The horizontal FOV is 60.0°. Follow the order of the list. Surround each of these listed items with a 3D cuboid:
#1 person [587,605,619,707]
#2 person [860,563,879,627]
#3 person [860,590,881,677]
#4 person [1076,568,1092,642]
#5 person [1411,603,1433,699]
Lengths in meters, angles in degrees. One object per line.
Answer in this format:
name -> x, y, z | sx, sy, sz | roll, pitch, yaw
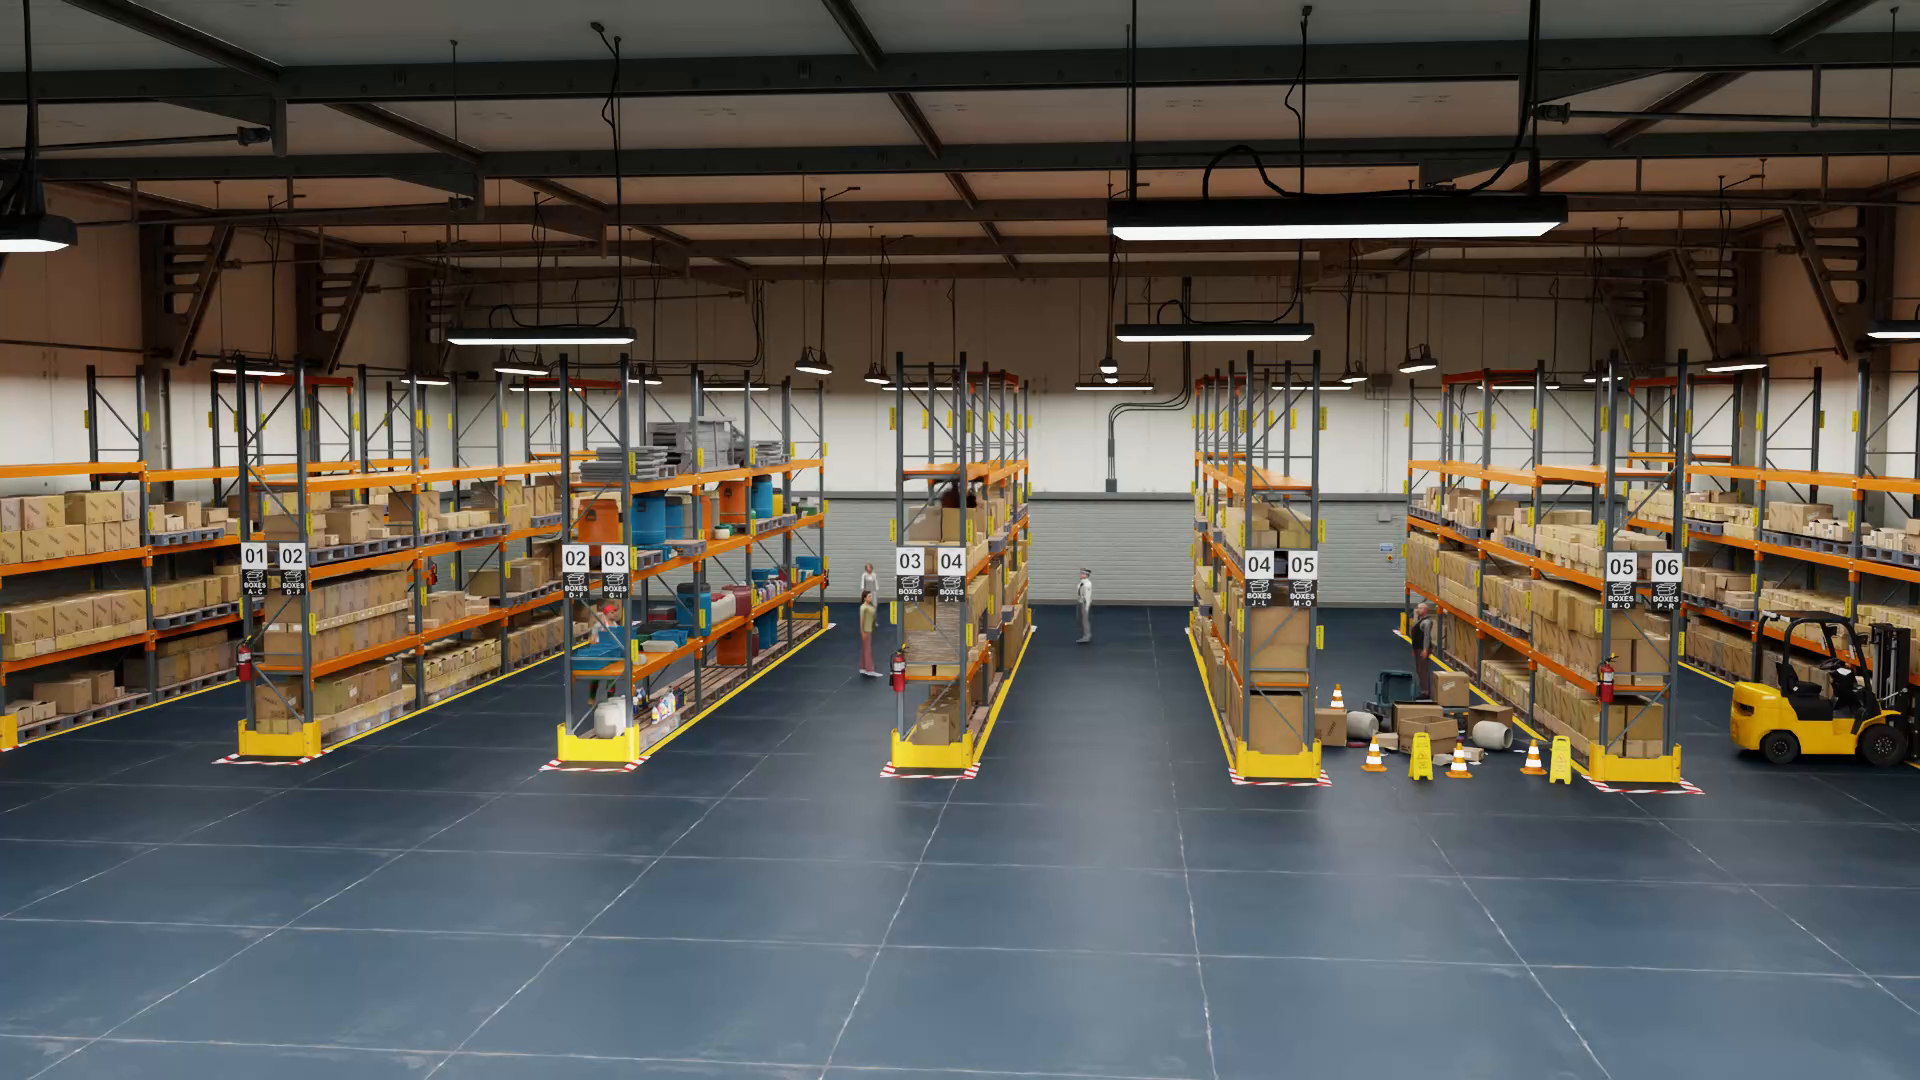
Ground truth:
person -> -6.207, 2.050, 29.189 | 0.691, 1.792, 0.489 | -2, 4, -25
person -> -2.209, 1.333, 40.668 | 0.447, 1.538, 0.763 | -1, 4, -15
person -> -1.759, 1.881, 32.864 | 0.505, 1.596, 0.457 | 1, 4, 17
person -> 2.834, 1.469, 37.830 | 0.379, 1.685, 0.510 | -1, 4, -14
person -> 8.359, 2.003, 30.108 | 0.367, 1.724, 0.582 | 1, 4, 12
